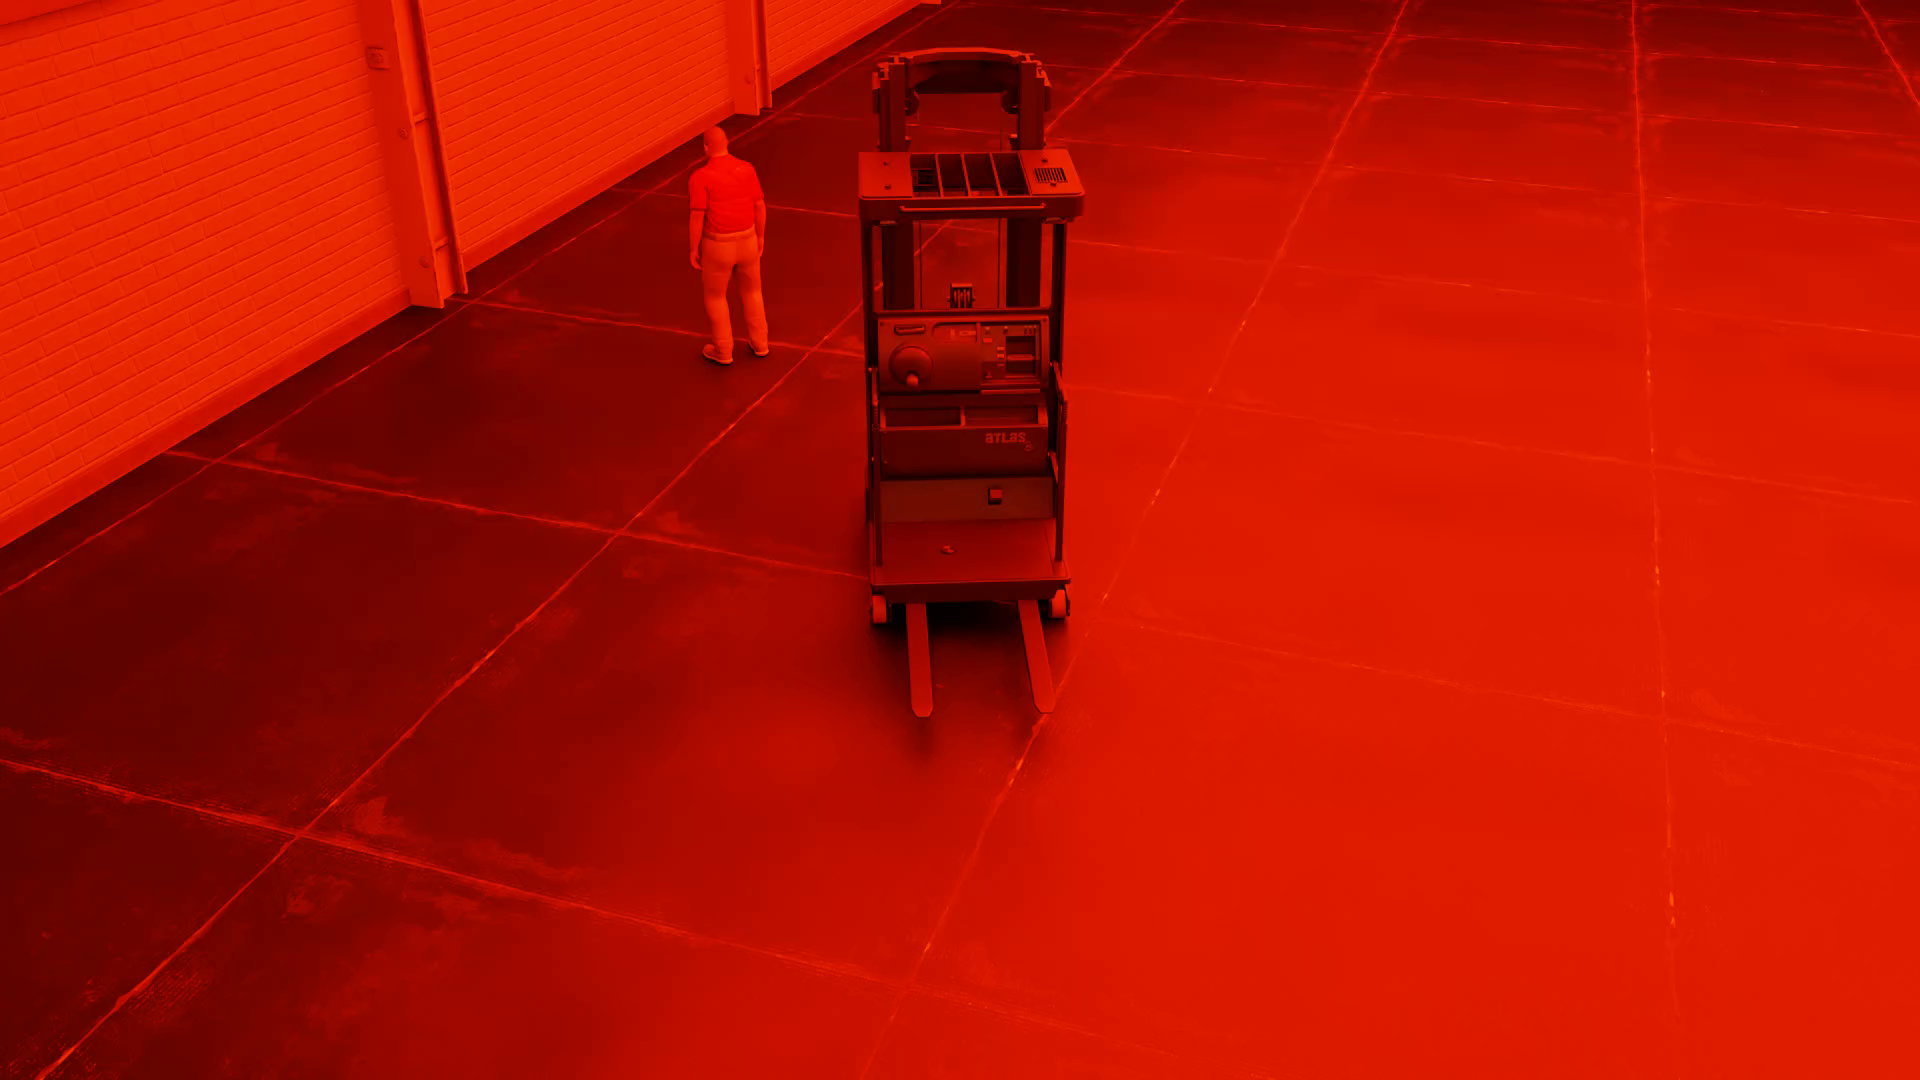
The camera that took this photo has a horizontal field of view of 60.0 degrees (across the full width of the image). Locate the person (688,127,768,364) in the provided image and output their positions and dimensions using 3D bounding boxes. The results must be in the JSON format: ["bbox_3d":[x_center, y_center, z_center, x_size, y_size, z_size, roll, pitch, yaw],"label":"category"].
[{"bbox_3d":[-1.688,-2.139,12.102,0.585,1.727,0.391,-16,33,-25],"label":"person"}]

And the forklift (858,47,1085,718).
[{"bbox_3d":[0.035,-0.972,8.842,1.130,2.935,3.031,-2,30,-3],"label":"forklift"}]
